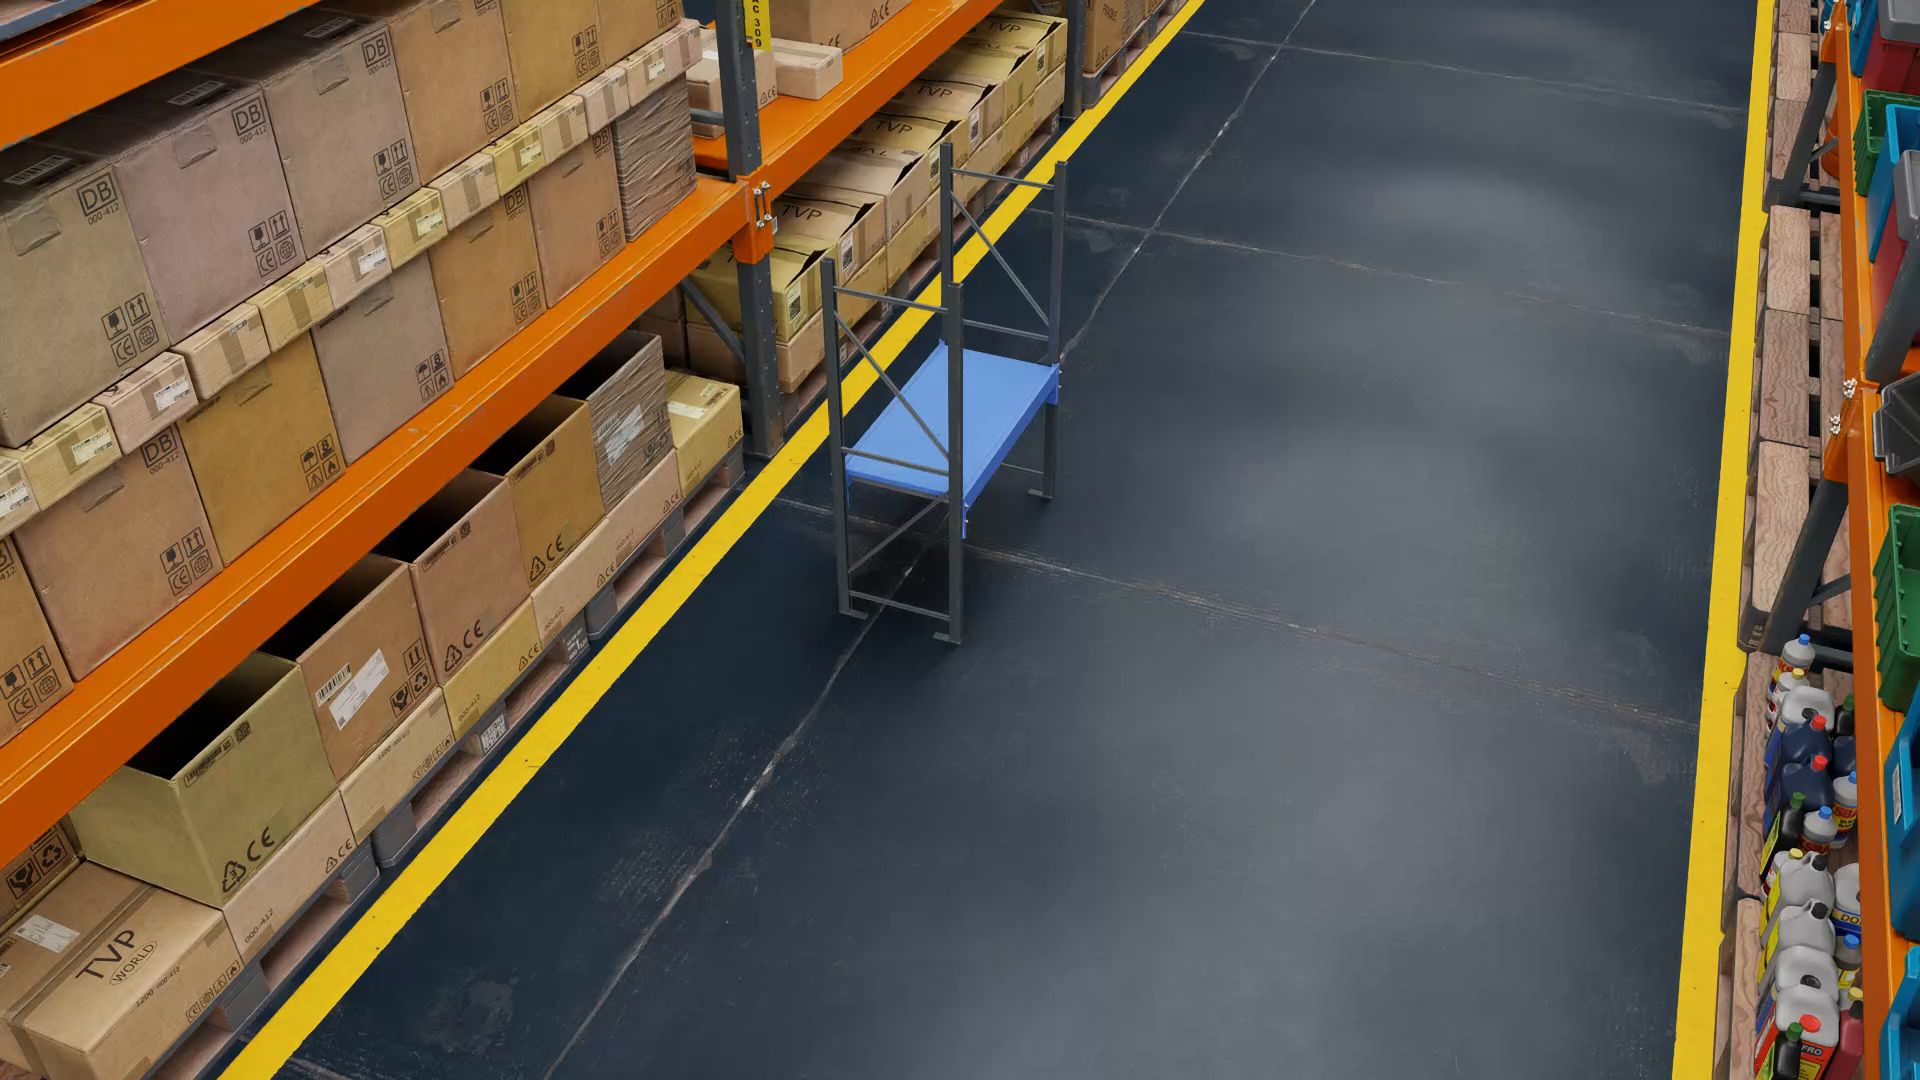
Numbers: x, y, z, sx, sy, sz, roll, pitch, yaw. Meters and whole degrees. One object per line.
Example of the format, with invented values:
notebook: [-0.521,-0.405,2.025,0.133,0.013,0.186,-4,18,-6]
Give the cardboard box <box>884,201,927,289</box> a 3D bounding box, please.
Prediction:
cardboard box: [-0.484,-1.498,8.195,0.500,0.250,0.500,13,39,16]

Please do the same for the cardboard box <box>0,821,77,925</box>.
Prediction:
cardboard box: [-2.850,0.788,4.509,0.500,0.500,0.500,14,39,18]

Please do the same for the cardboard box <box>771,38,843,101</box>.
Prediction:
cardboard box: [-0.731,-2.038,7.181,0.380,0.149,0.250,14,39,18]

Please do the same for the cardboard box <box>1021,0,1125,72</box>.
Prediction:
cardboard box: [0.702,-3.271,10.341,0.500,0.500,0.500,15,39,20]

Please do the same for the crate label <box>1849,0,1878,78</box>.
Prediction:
crate label: [4.216,-2.304,7.298,0.502,0.435,0.616,14,39,18]

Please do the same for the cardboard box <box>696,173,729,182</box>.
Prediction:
cardboard box: [-1.176,-1.565,7.816,0.500,0.311,0.500,15,39,19]

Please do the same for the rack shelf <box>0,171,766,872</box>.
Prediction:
rack shelf: [-2.018,-0.299,5.245,1.077,0.370,4.000,14,39,18]

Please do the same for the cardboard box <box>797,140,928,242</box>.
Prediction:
cardboard box: [-0.478,-1.721,8.024,0.500,0.311,0.500,13,39,16]

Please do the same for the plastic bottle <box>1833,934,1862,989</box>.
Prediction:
plastic bottle: [2.455,1.179,4.637,0.097,0.201,0.097,0,37,0]

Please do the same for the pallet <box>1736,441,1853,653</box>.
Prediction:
pallet: [3.585,0.109,6.427,1.003,0.211,1.213,14,39,18]

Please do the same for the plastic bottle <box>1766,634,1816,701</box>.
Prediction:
plastic bottle: [2.796,0.429,5.582,0.097,0.271,0.097,0,37,0]

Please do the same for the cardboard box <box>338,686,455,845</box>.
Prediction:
cardboard box: [-1.992,0.653,5.317,0.500,0.250,0.500,14,39,18]

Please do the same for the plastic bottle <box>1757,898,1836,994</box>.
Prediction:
plastic bottle: [2.327,1.116,4.596,0.144,0.351,0.185,15,39,20]

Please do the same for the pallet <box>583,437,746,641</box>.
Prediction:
pallet: [-1.598,-0.147,6.770,1.003,0.211,1.213,14,39,18]

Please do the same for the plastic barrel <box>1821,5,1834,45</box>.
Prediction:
plastic barrel: [5.577,-3.183,10.231,0.421,0.512,0.421,0,37,0]

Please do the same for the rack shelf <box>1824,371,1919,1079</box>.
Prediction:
rack shelf: [2.561,0.832,3.733,1.077,0.370,4.000,14,39,18]

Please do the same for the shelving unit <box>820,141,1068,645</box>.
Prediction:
shelving unit: [-0.032,-0.554,6.238,0.538,1.500,1.048,14,39,18]

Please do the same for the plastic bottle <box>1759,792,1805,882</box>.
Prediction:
plastic bottle: [2.458,0.887,4.960,0.061,0.283,0.133,16,40,20]

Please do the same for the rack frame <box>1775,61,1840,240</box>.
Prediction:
rack frame: [4.844,-2.778,7.962,1.000,3.000,0.127,14,39,18]

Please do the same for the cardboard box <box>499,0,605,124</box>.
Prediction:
cardboard box: [-1.611,-1.727,5.388,0.700,0.500,0.500,14,39,18]

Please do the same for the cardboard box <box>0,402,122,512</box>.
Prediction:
cardboard box: [-2.236,-0.232,3.930,0.380,0.149,0.250,14,39,18]

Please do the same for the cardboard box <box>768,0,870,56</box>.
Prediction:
cardboard box: [-0.749,-2.447,7.435,0.500,0.500,0.500,17,40,21]

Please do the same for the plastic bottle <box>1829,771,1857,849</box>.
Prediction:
plastic bottle: [2.688,0.813,5.068,0.097,0.271,0.097,0,37,0]

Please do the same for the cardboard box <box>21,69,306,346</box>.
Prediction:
cardboard box: [-2.183,-0.896,4.276,0.700,0.500,0.500,14,39,18]

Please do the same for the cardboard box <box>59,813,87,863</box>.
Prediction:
cardboard box: [-2.669,0.810,5.107,0.500,0.250,0.500,14,39,18]

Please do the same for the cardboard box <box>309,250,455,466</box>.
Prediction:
cardboard box: [-2.003,-0.633,5.008,0.700,0.500,0.500,15,39,19]

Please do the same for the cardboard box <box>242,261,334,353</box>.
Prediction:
cardboard box: [-1.942,-0.661,4.504,0.380,0.149,0.250,13,39,17]

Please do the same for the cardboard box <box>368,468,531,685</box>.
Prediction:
cardboard box: [-1.796,0.077,5.461,0.500,0.500,0.500,14,39,18]

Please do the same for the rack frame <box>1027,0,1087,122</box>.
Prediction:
rack frame: [0.265,-3.909,9.474,1.000,3.000,0.127,14,39,18]

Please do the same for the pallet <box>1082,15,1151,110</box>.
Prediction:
pallet: [0.584,-3.197,10.851,1.003,0.211,1.213,14,39,18]

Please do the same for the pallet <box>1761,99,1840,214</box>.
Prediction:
pallet: [5.106,-2.108,9.393,1.003,0.211,1.213,14,39,18]

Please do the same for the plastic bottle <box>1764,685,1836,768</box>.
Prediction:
plastic bottle: [2.698,0.613,5.332,0.152,0.276,0.135,15,39,19]

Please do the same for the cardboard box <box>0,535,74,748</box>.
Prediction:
cardboard box: [-2.589,0.225,3.860,0.700,0.500,0.500,14,39,18]

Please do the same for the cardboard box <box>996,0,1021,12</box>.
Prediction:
cardboard box: [0.404,-3.655,10.855,0.500,0.500,0.500,15,39,20]

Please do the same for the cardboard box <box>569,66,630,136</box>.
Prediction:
cardboard box: [-1.356,-1.513,5.643,0.380,0.149,0.250,13,39,16]

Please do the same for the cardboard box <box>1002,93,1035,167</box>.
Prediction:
cardboard box: [0.098,-2.343,9.325,0.500,0.250,0.500,13,39,17]

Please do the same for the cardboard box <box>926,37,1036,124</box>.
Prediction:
cardboard box: [0.102,-2.565,9.154,0.500,0.311,0.500,13,39,17]

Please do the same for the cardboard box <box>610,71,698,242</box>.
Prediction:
cardboard box: [-1.420,-1.487,6.151,0.700,0.500,0.500,13,39,17]

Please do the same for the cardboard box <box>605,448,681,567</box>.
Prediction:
cardboard box: [-1.431,-0.180,6.431,0.500,0.250,0.500,14,39,18]

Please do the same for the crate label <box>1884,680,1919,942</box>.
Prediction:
crate label: [2.251,0.556,3.471,0.502,0.435,0.616,14,39,18]

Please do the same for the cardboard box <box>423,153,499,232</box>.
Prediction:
cardboard box: [-1.647,-1.092,5.080,0.380,0.149,0.250,15,39,19]

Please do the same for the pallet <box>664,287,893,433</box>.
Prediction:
pallet: [-1.013,-0.994,7.904,1.003,0.211,1.213,14,39,18]

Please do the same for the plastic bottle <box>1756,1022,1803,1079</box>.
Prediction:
plastic bottle: [2.121,1.377,4.304,0.061,0.283,0.133,15,39,19]

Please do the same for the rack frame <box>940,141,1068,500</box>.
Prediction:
rack frame: [0.161,-0.835,6.614,0.500,1.500,0.032,14,39,18]

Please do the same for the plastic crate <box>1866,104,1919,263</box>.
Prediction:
plastic crate: [3.454,-1.239,5.916,0.392,0.384,0.575,14,39,18]
